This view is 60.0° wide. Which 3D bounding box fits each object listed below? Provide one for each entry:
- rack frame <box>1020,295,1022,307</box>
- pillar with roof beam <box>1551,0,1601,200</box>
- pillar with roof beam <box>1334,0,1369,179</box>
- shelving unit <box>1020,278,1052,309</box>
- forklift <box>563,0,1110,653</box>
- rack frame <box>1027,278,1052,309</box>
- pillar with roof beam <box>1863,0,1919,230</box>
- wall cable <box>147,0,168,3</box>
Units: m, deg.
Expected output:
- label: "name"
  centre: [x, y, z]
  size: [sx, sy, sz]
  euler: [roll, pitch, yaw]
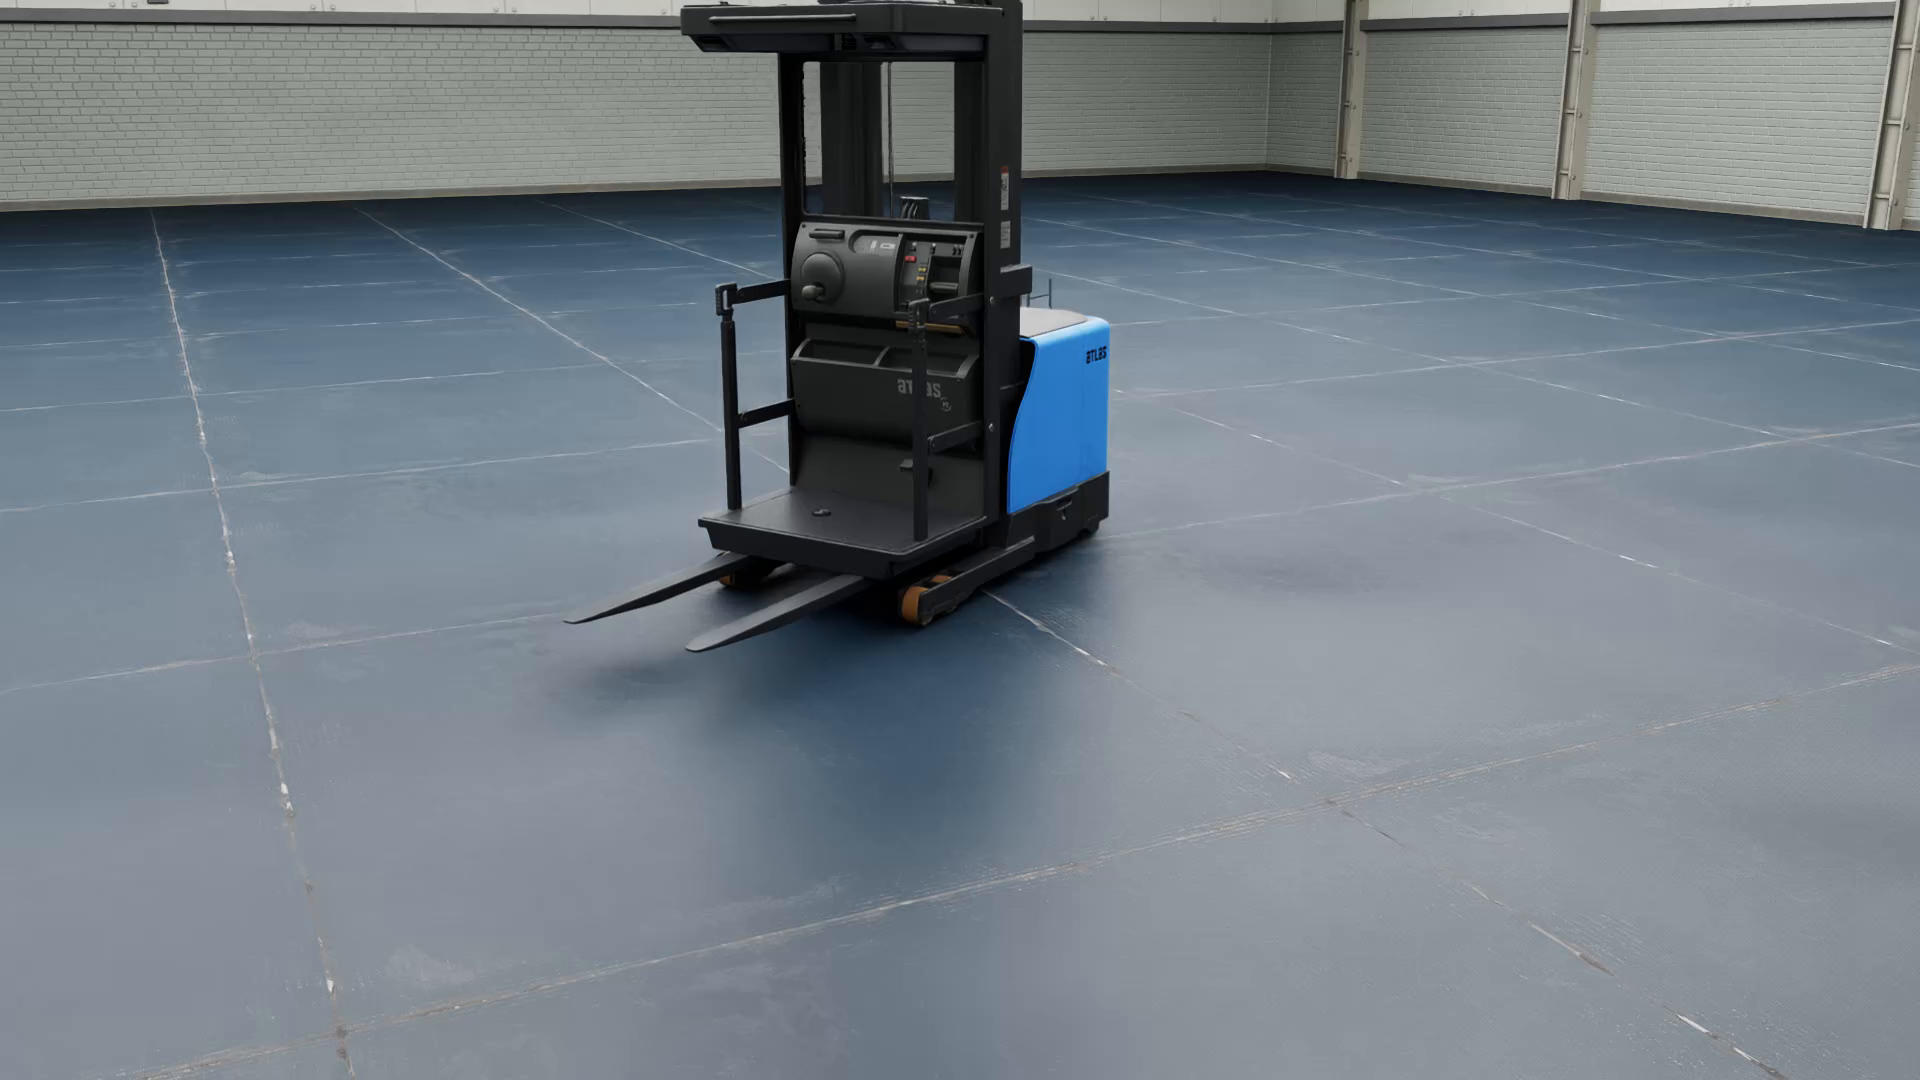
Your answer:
- label: "rack frame"
  centre: [0.257, -0.783, 8.805]
  size: [0.006, 1.200, 0.240]
  euler: [10, 19, 32]
- label: "pillar with roof beam"
  centre: [6.681, -9.745, 25.893]
  size: [9.100, 9.000, 0.400]
  euler: [-8, 18, -25]
- label: "pillar with roof beam"
  centre: [4.052, -11.232, 31.078]
  size: [9.100, 9.000, 0.400]
  euler: [-8, 18, -25]
- label: "shelving unit"
  centre: [0.333, -0.769, 8.756]
  size: [0.189, 1.200, 0.258]
  euler: [10, 19, 32]
- label: "forklift"
  centre: [-0.448, -1.194, 7.099]
  size: [1.130, 2.935, 3.031]
  euler: [10, 19, 30]
- label: "rack frame"
  centre: [0.409, -0.755, 8.707]
  size: [0.006, 1.200, 0.240]
  euler: [10, 19, 32]
- label: "pillar with roof beam"
  centre: [9.309, -8.257, 20.709]
  size: [9.100, 9.000, 0.400]
  euler: [-8, 18, -25]
- label: "wall cable"
  centre: [-11.955, -11.614, 26.243]
  size: [2.305, 6.003, 0.169]
  euler: [-8, 18, -25]
